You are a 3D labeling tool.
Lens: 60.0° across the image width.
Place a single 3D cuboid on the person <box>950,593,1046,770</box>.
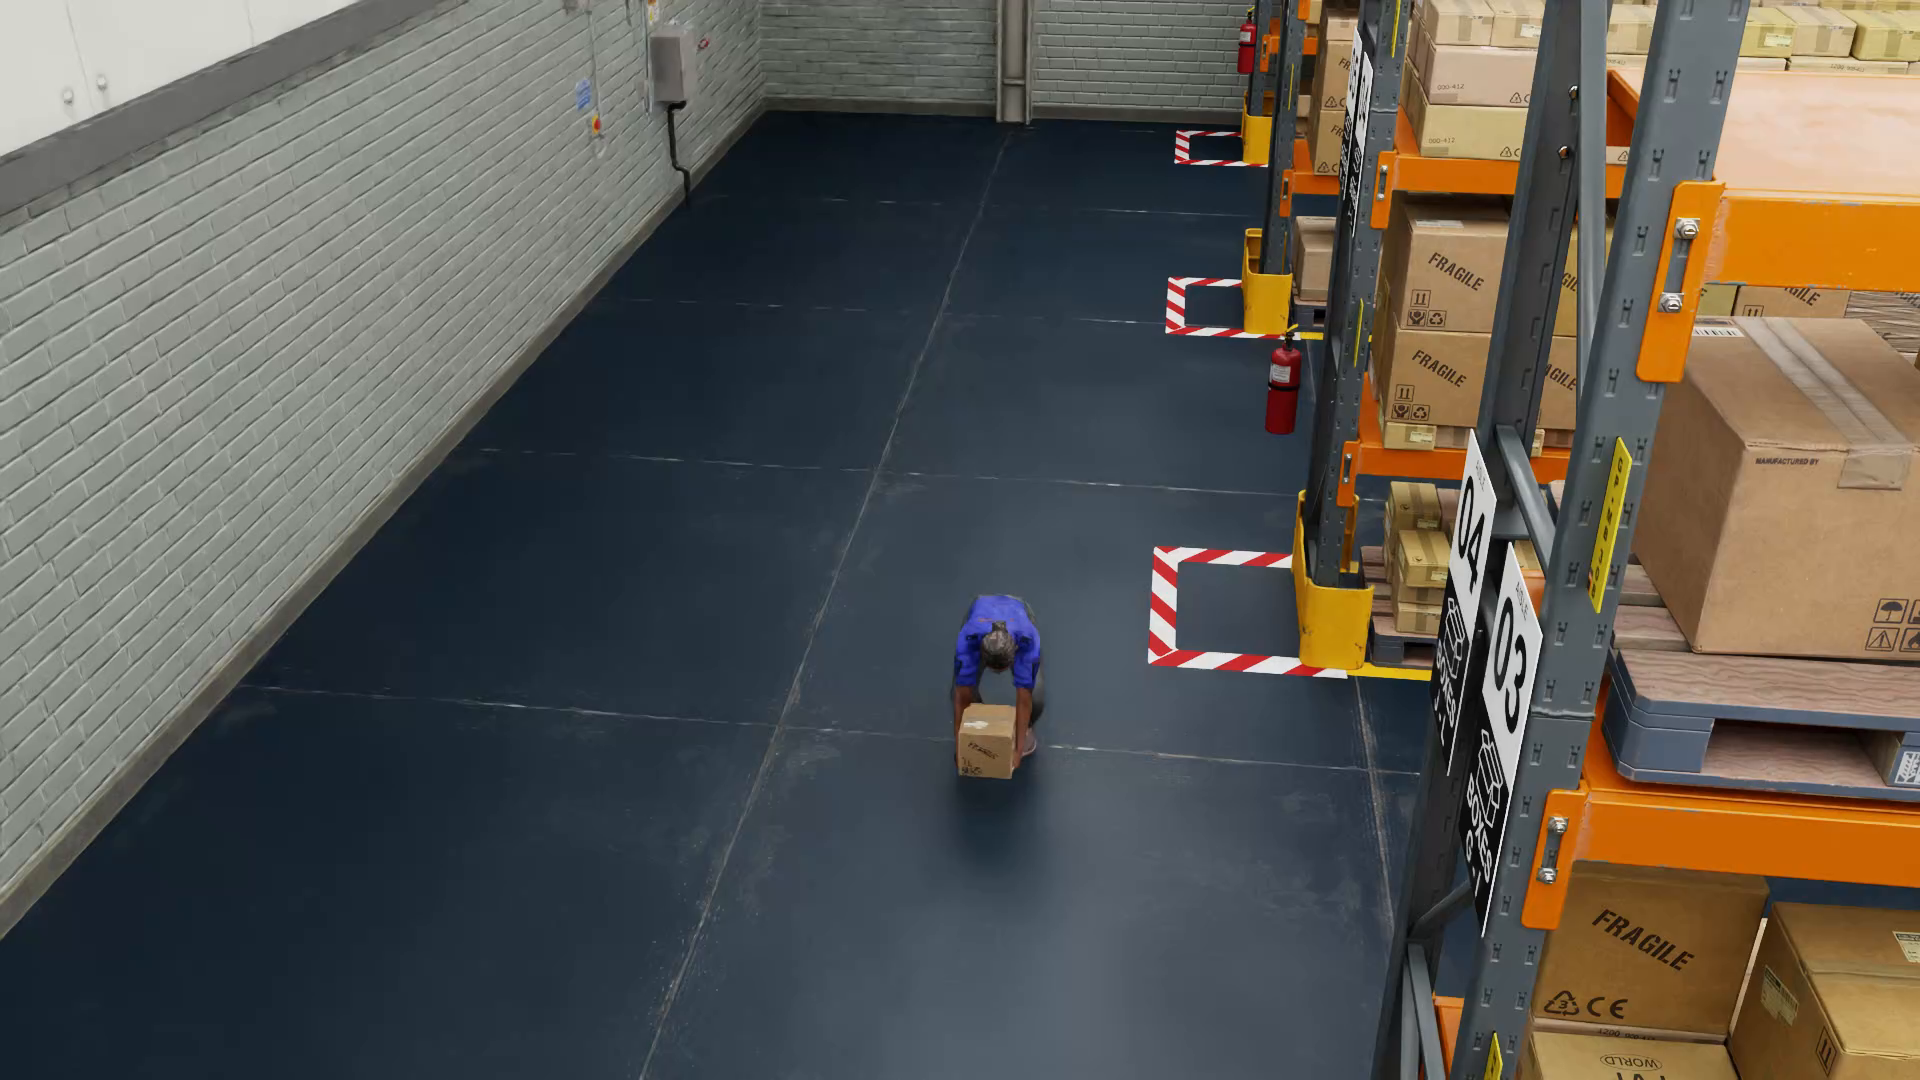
[{"bbox_3d":[0.186,0.678,8.135,0.472,0.946,0.857,2,29,4],"label":"person"}]
